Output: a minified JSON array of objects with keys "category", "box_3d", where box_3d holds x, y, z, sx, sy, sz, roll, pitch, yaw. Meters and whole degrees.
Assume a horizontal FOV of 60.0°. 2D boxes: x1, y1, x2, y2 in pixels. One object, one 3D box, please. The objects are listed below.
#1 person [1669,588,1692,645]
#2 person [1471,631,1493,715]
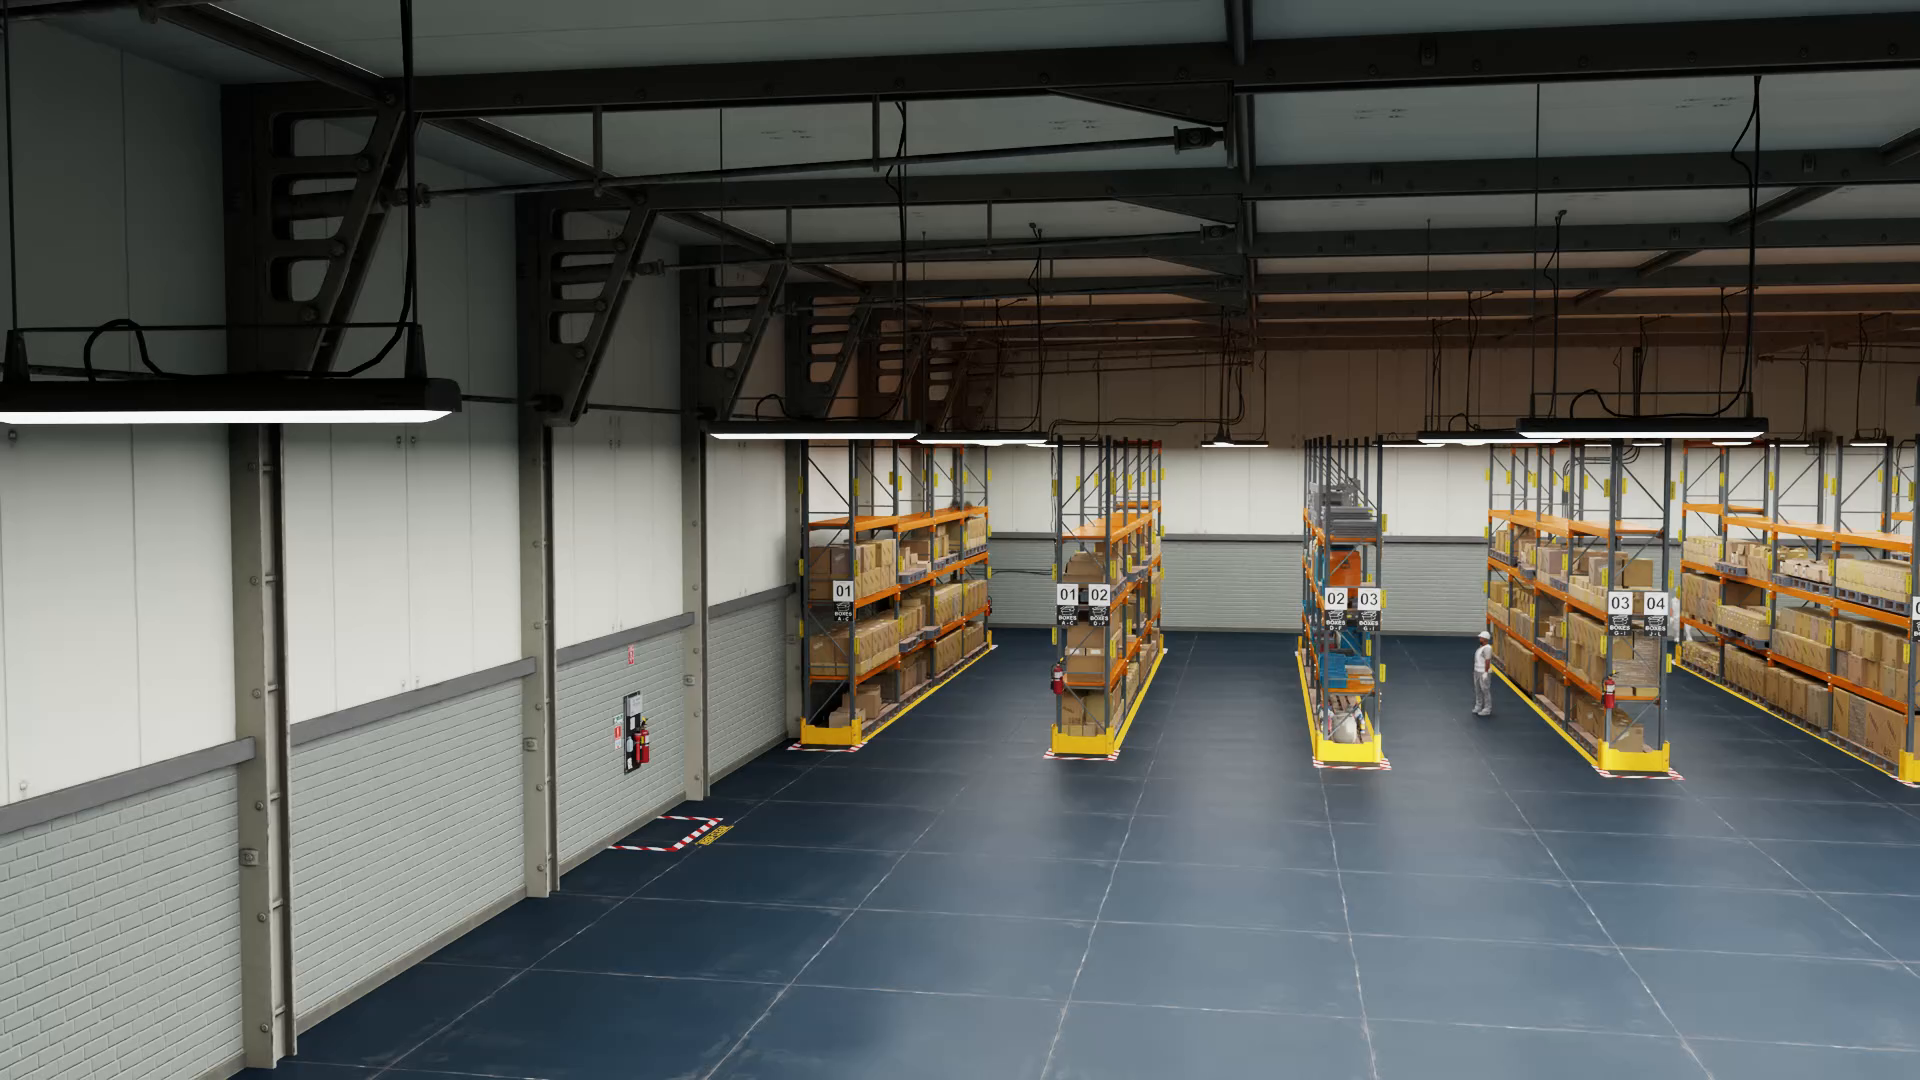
[{"category":"person","box_3d":[20.622,2.269,47.518,0.679,1.791,0.395,2,4,30]},{"category":"person","box_3d":[11.329,2.869,36.024,0.404,1.791,0.601,-1,3,-11]}]
